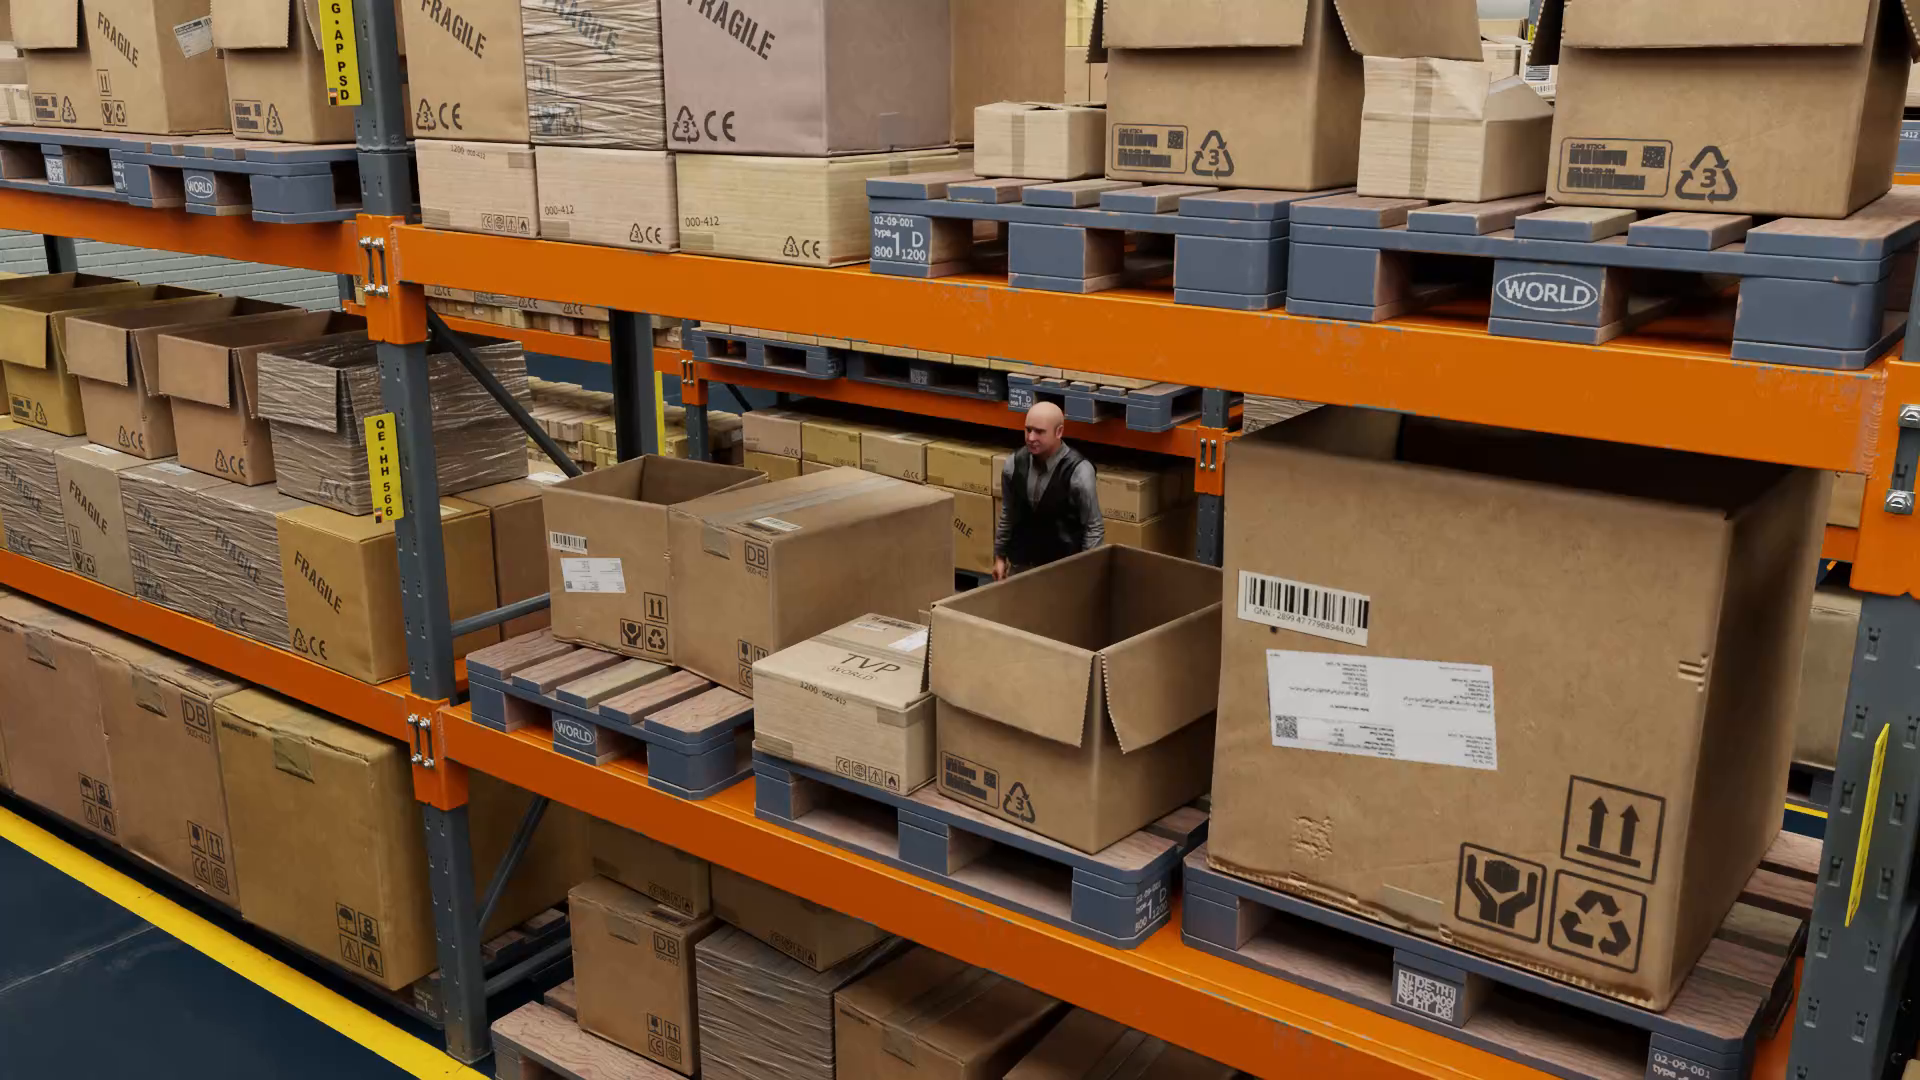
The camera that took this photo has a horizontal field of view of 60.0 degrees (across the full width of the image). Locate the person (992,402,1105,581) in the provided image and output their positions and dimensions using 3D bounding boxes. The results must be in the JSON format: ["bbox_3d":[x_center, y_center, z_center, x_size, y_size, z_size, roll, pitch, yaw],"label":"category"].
[{"bbox_3d":[0.424,0.165,8.020,0.580,1.720,0.421,12,20,35],"label":"person"}]
